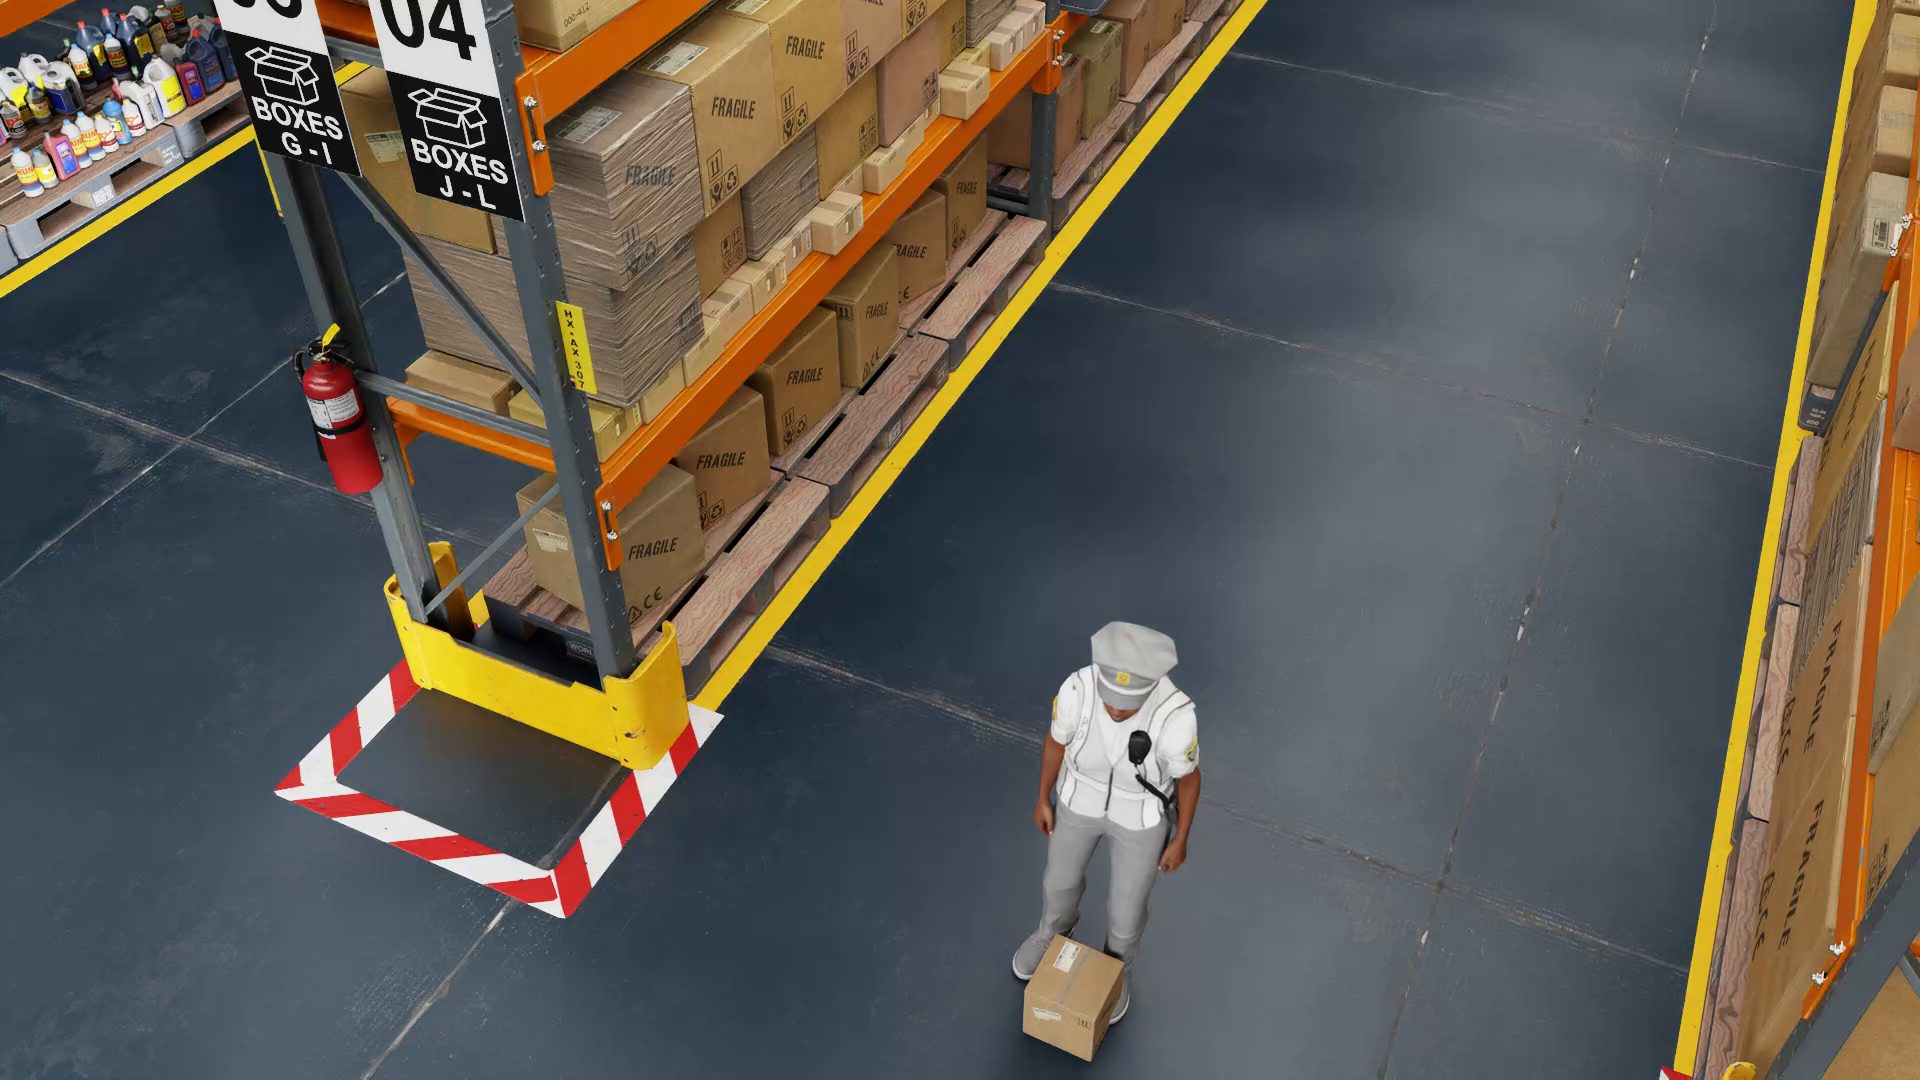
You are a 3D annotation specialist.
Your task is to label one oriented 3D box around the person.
[{"bbox_3d":[0.463,0.863,5.206,0.532,1.664,0.421,15,44,16],"label":"person"}]
